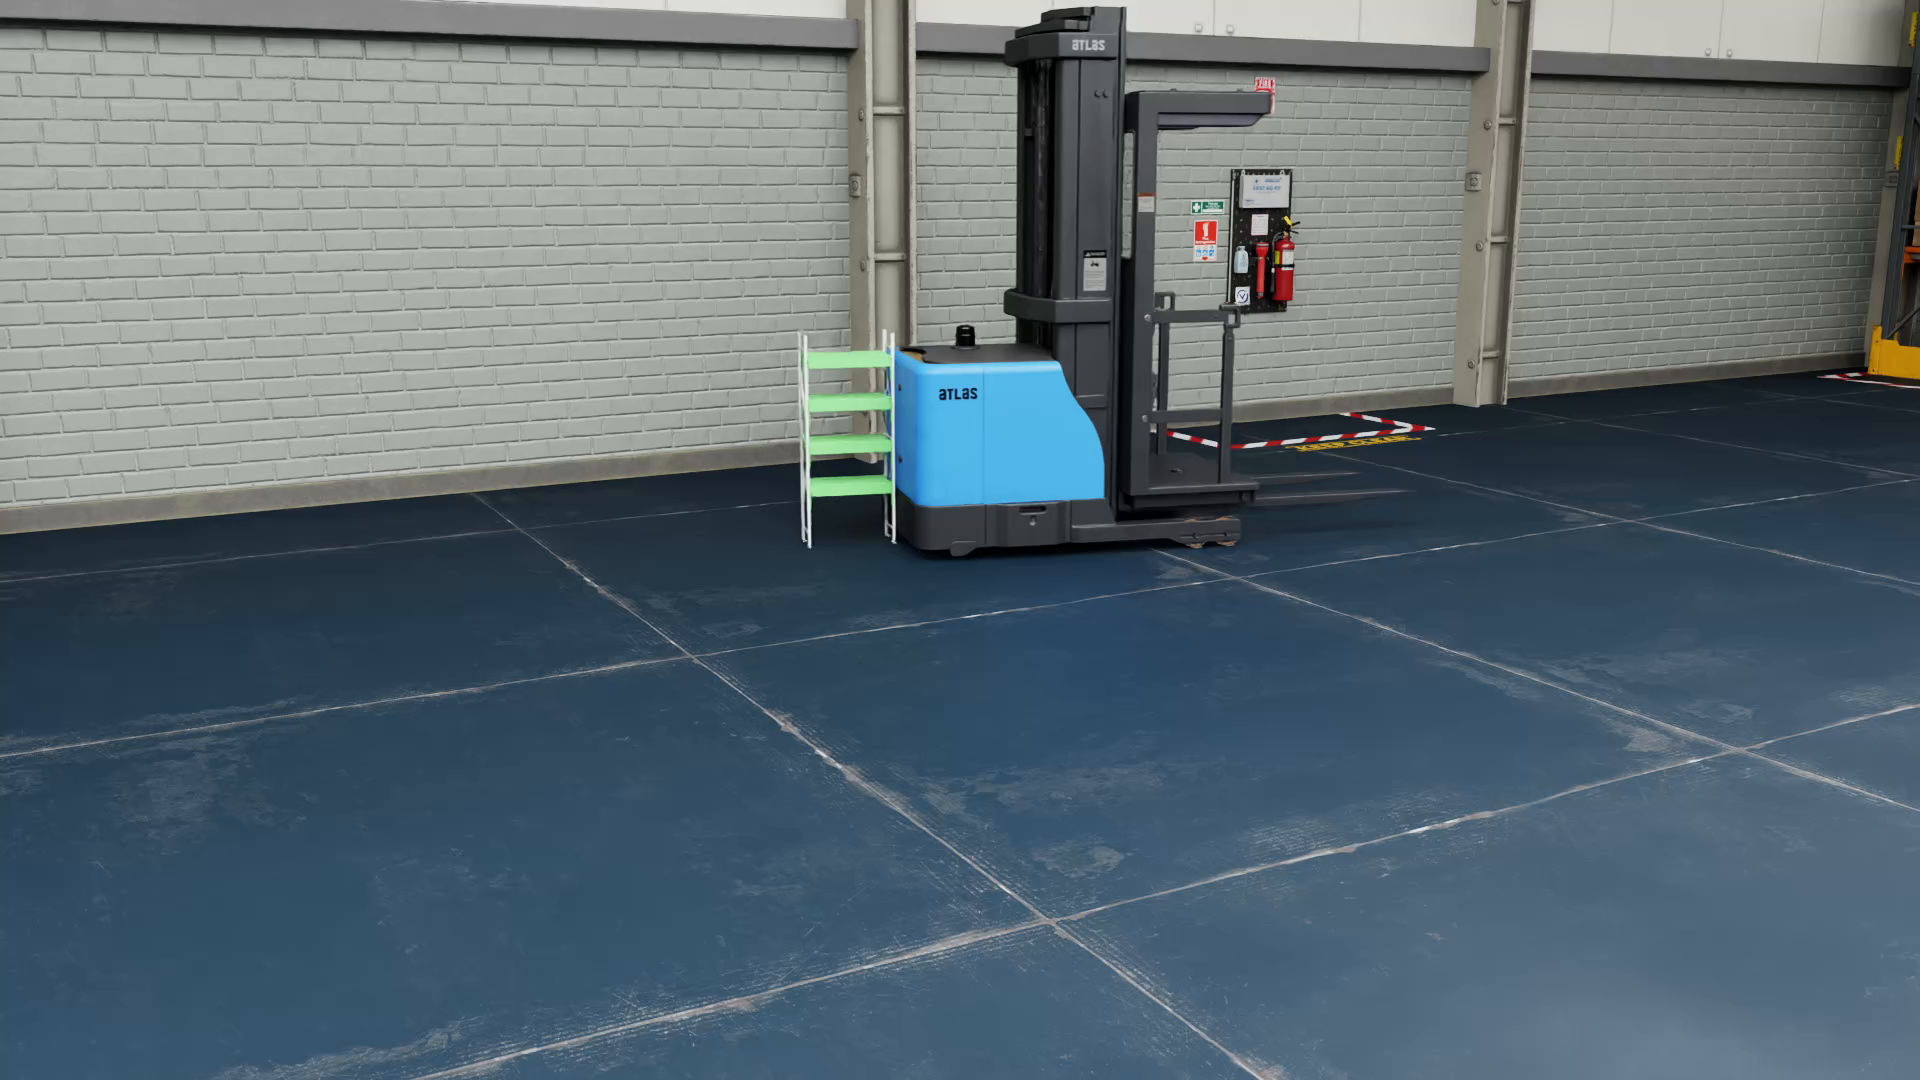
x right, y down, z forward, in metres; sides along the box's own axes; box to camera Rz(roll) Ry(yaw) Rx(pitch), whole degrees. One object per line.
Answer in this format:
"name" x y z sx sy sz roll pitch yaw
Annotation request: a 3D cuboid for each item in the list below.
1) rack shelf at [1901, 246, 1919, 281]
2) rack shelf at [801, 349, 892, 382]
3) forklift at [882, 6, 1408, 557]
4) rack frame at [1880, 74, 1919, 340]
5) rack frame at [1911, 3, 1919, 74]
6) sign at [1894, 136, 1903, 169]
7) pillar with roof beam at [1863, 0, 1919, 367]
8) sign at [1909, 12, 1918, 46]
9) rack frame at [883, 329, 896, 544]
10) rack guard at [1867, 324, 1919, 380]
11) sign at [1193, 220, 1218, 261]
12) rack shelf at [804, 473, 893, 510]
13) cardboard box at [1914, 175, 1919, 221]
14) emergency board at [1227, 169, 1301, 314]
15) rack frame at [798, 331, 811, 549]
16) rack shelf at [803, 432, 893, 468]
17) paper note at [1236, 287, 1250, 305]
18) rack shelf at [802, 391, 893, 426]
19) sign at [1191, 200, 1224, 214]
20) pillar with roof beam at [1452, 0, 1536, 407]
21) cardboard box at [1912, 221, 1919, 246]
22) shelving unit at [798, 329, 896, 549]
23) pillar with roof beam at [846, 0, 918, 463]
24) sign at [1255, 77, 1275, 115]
"rack shelf" 11.536 -2.953 17.538 4.000 0.370 1.077 -7 14 -28
"rack shelf" -0.641 -0.981 9.342 0.480 0.148 0.258 -3 13 -14
"forklift" 1.113 -1.491 9.560 3.031 2.935 1.130 -3 13 -14
"rack frame" 9.780 -3.094 16.525 0.127 3.000 1.000 -7 14 -28
"rack frame" 9.780 -6.021 15.866 0.127 3.000 1.000 -7 14 -28
"sign" 9.532 -3.922 16.847 0.005 0.325 0.100 -7 14 -28
"pillar with roof beam" 12.043 -5.431 13.247 0.400 9.000 9.100 -7 14 -28
"sign" 9.532 -5.098 16.583 0.005 0.325 0.100 -7 14 -28
"rack frame" -0.404 -0.588 9.491 0.015 1.200 0.240 -3 13 -14
"rack guard" 9.847 -1.882 16.835 0.348 0.500 1.175 -7 14 -28
"sign" 1.992 -2.429 13.491 0.234 0.329 0.001 -7 14 -28
"rack shelf" -0.641 -0.279 9.500 0.480 0.148 0.258 -3 13 -14
"cardboard box" 10.092 -3.487 16.859 0.500 0.500 0.500 -7 14 -28
"emergency board" 2.527 -2.450 13.665 0.643 1.169 0.194 -7 14 -28
"rack frame" -0.878 -0.562 9.375 0.015 1.200 0.240 -3 13 -14
"rack shelf" -0.641 -0.513 9.447 0.480 0.148 0.258 -3 13 -14
"paper note" 2.338 -2.015 13.738 0.142 0.148 0.016 -7 14 -28
"rack shelf" -0.641 -0.747 9.394 0.480 0.148 0.258 -3 13 -14
"sign" 2.000 -2.687 13.428 0.331 0.109 0.001 -7 14 -28
"pillar with roof beam" 6.777 -4.800 10.443 0.400 9.000 9.100 -7 14 -28
"cardboard box" 10.098 -3.117 16.923 0.500 0.250 0.500 -7 14 -27
"shelving unit" -0.641 -0.575 9.433 0.503 1.200 0.258 -3 13 -14
"pillar with roof beam" 1.510 -4.169 7.638 0.400 9.000 9.100 -7 14 -28
"sign" 2.472 -3.600 13.492 0.199 0.298 0.001 -7 14 -28
